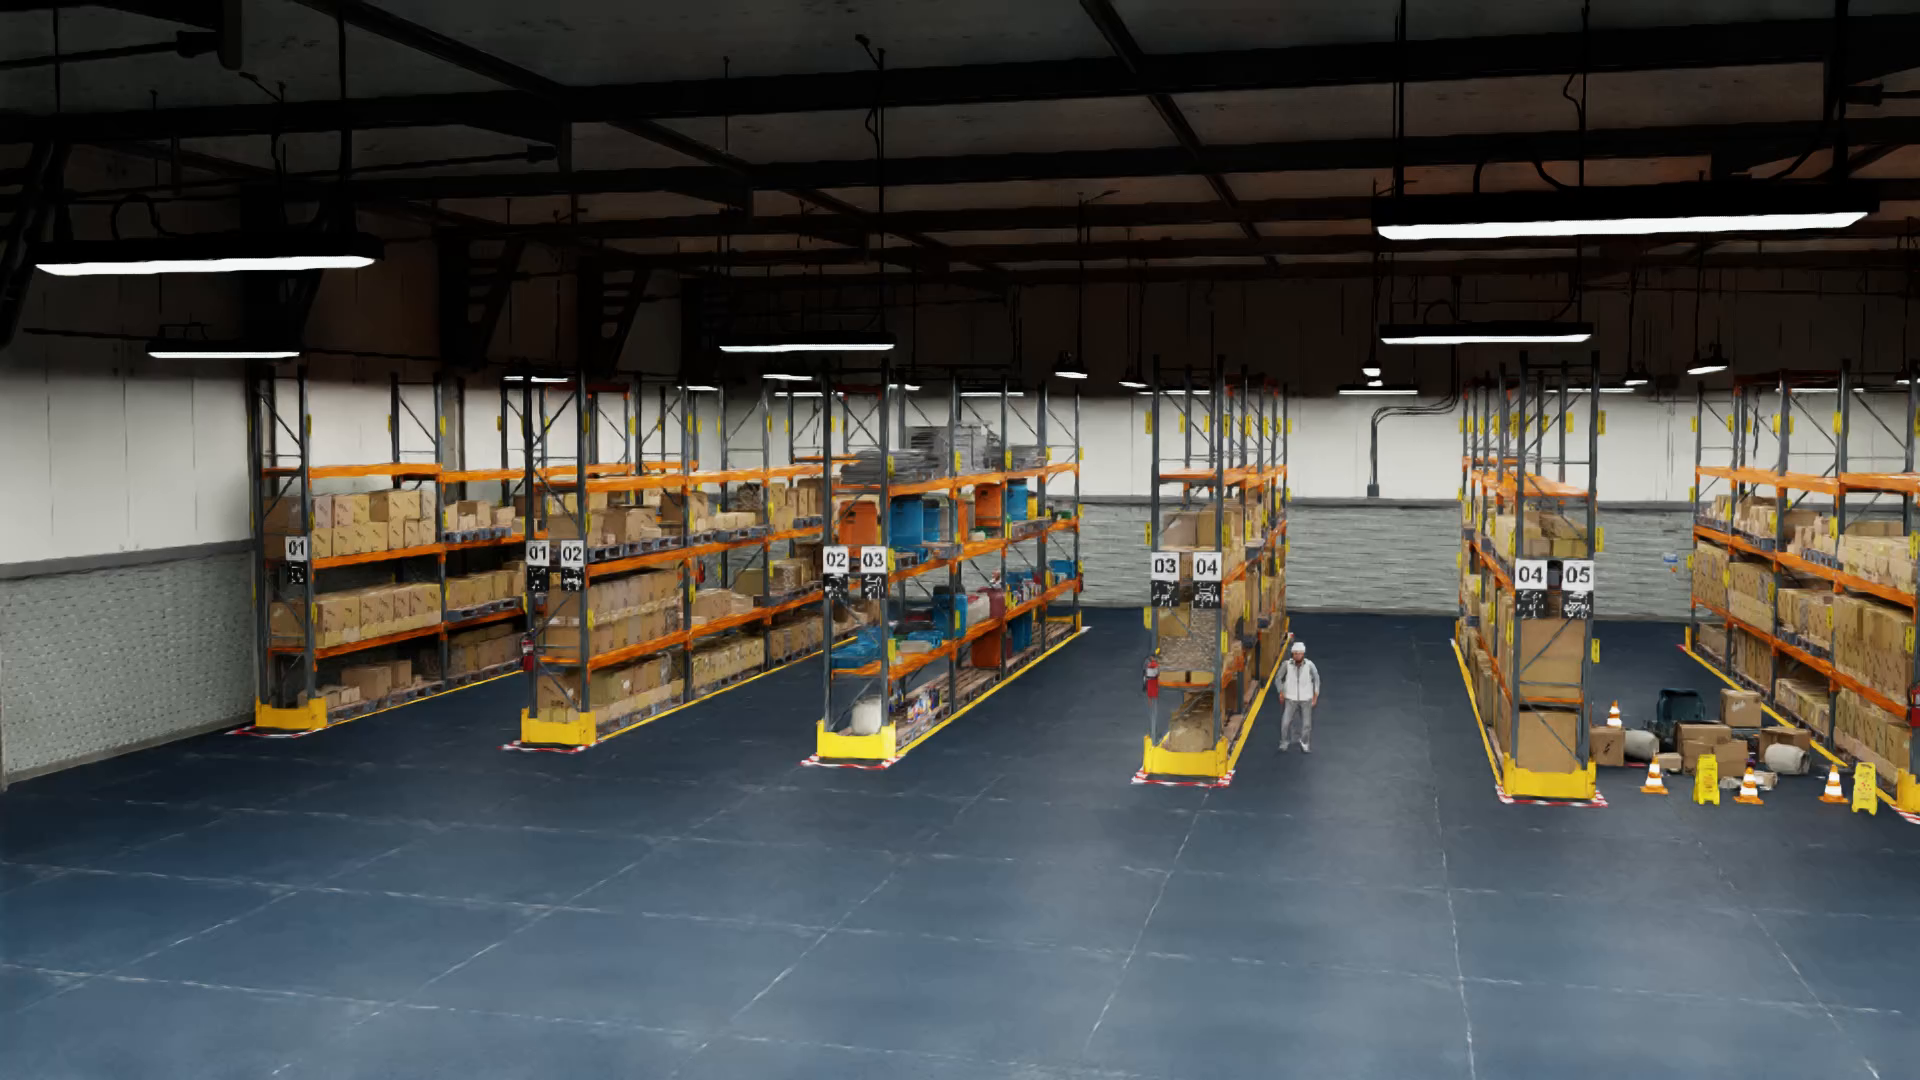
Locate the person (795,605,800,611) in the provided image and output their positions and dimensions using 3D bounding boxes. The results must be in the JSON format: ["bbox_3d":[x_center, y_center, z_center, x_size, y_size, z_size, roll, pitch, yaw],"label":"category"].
[{"bbox_3d":[-4.148,1.343,41.531,0.479,1.567,1.090,1,4,17],"label":"person"}]

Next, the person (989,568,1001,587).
[{"bbox_3d":[0.829,1.512,37.974,0.629,1.737,1.013,4,5,42],"label":"person"}]

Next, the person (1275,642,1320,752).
[{"bbox_3d":[5.160,2.395,25.413,0.677,1.726,0.572,1,4,12],"label":"person"}]
